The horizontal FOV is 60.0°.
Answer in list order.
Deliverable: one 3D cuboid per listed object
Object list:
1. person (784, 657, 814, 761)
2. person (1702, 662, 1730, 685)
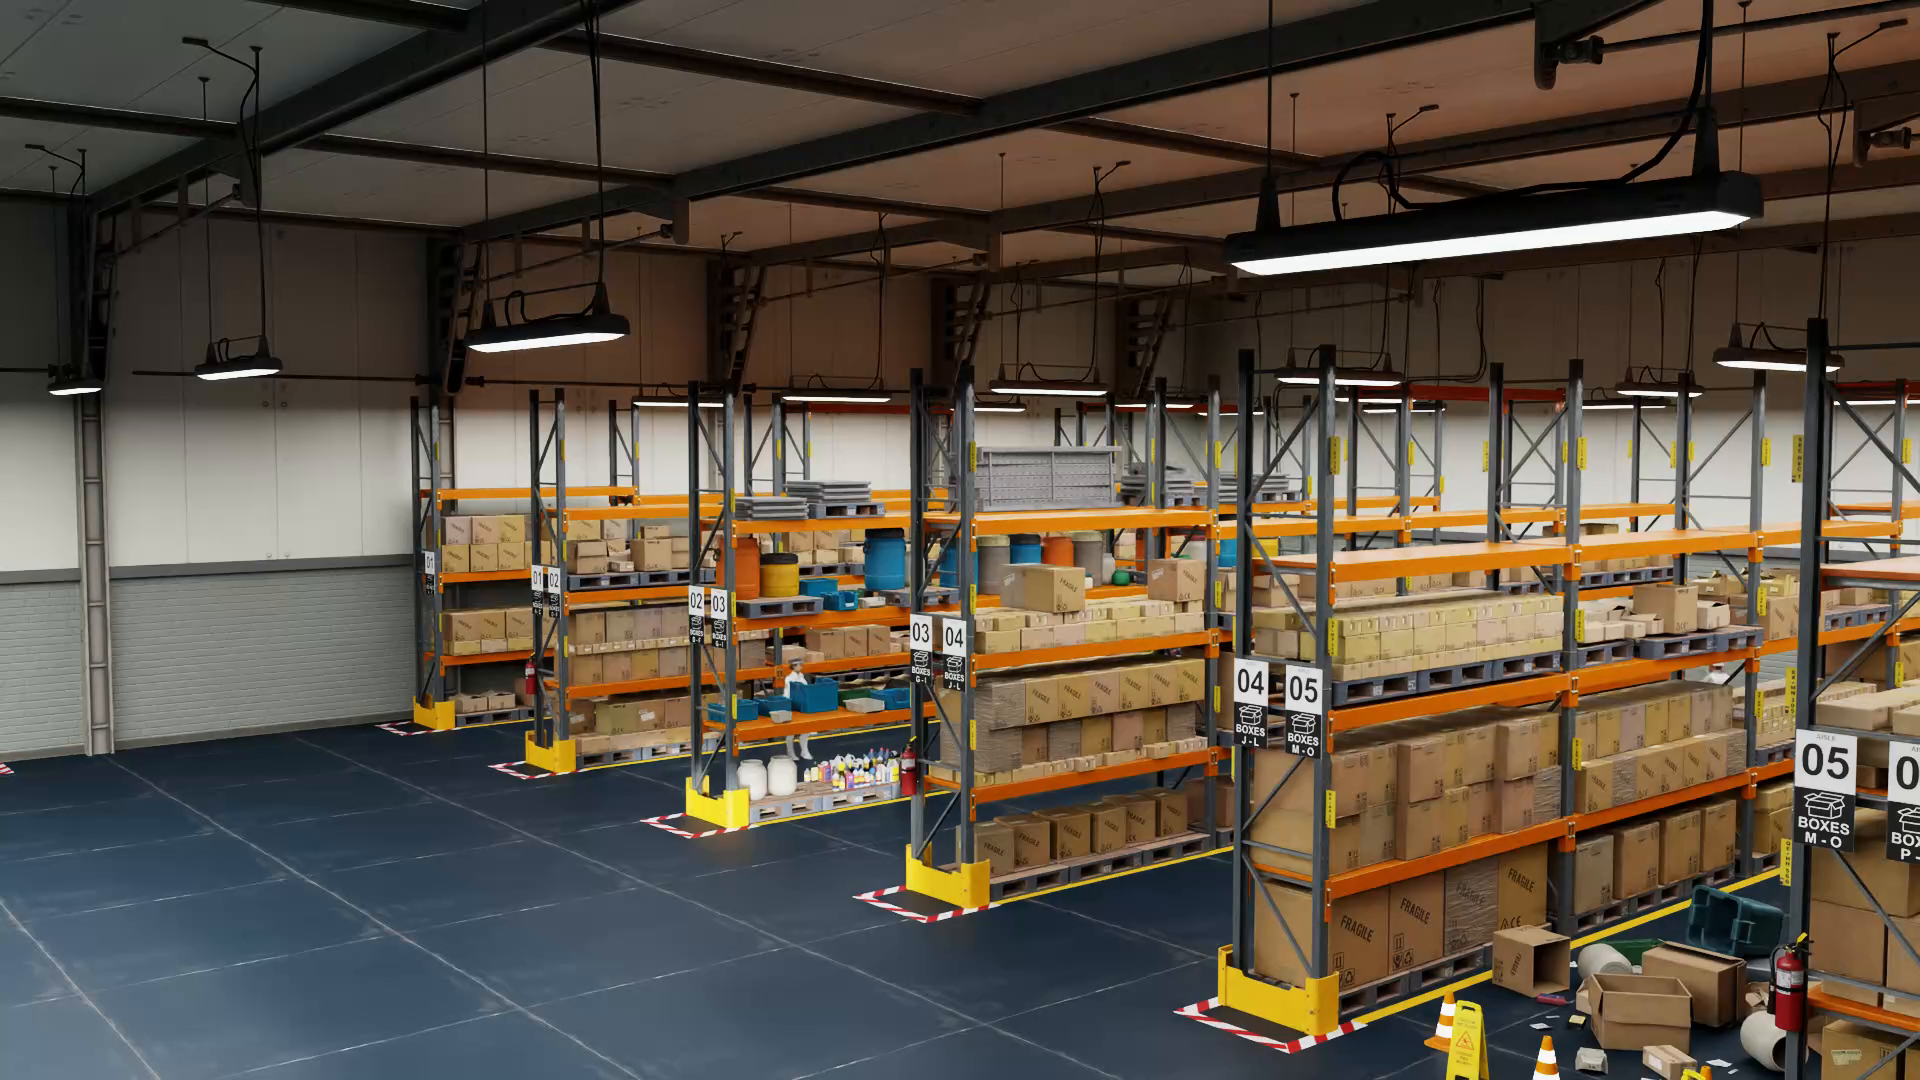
[{"bbox_3d":[-2.647,2.755,27.039,0.367,1.729,0.549,2,4,34],"label":"person"},{"bbox_3d":[12.010,2.704,26.494,0.601,1.776,0.374,-1,3,-16],"label":"person"}]
